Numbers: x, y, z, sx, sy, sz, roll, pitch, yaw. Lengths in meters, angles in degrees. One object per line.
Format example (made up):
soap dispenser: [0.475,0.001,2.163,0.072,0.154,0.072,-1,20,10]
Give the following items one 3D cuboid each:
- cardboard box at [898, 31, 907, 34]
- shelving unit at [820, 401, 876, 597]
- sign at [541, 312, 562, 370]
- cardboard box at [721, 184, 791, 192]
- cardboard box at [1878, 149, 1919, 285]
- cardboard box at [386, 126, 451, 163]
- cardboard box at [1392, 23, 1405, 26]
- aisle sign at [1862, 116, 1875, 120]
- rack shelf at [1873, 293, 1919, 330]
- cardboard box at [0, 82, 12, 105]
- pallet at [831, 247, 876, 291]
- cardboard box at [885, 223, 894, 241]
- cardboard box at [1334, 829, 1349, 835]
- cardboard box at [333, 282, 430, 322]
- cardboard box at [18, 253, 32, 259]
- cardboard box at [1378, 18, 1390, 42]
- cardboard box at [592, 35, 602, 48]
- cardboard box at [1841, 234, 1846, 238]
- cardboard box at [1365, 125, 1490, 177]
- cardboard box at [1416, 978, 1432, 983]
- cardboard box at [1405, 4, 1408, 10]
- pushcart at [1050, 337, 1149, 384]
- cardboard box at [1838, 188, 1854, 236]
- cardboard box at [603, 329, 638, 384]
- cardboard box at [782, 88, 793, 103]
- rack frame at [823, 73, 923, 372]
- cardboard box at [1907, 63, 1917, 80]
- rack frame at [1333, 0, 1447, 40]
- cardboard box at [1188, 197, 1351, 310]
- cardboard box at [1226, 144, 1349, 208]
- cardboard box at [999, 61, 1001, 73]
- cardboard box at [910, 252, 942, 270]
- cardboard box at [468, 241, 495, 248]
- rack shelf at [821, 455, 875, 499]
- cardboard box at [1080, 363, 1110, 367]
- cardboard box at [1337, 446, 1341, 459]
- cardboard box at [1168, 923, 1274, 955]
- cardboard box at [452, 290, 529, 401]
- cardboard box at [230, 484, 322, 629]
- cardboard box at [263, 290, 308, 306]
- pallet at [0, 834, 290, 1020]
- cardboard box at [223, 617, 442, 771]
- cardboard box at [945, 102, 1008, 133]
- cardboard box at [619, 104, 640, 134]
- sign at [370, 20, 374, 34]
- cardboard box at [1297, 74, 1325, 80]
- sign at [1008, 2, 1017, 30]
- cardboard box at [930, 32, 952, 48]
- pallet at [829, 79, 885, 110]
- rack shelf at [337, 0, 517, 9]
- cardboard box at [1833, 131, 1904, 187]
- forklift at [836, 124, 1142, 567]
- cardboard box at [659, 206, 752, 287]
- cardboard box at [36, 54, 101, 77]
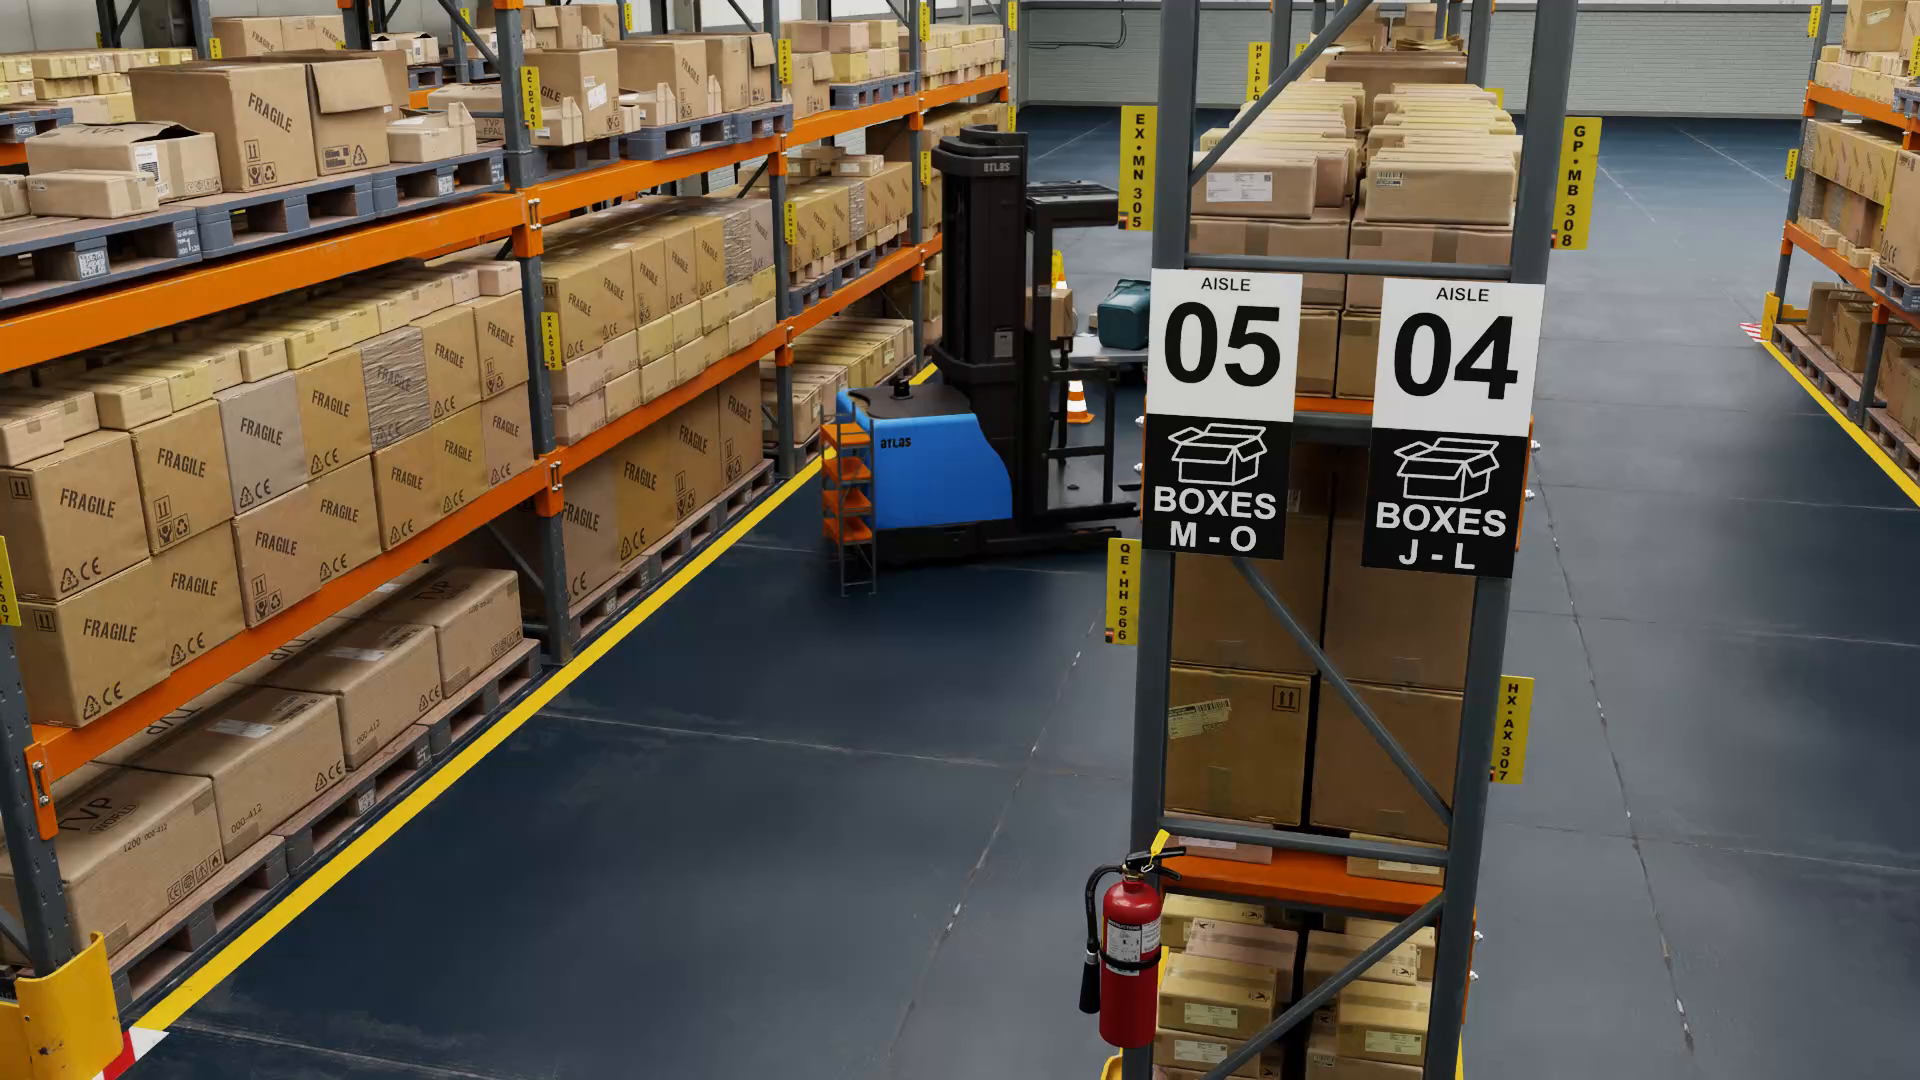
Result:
cardboard box: [-0.779,-5.344,17.706,0.380,0.149,0.250,4,19,12]
shelving unit: [-0.750,-0.277,11.143,0.258,1.200,0.503,-6,20,-16]
sign: [-2.300,-1.118,9.357,0.100,0.325,0.005,5,19,13]
cardboard box: [-1.782,-2.840,14.597,0.500,0.500,0.500,3,19,10]
cardboard box: [8.396,-2.683,13.825,1.000,1.000,1.000,5,19,14]
cardboard box: [-2.749,-1.952,8.206,0.380,0.149,0.250,5,20,15]
cardboard box: [4.454,-4.887,16.181,0.500,0.250,0.500,4,19,13]
aisle sign: [10.009,-4.918,17.925,0.394,0.787,0.004,5,19,13]
rack shelf: [8.237,-1.471,12.968,1.077,0.370,4.000,5,19,13]
cardboard box: [-6.876,-3.113,11.604,0.380,0.149,0.250,5,20,15]
pallet: [-1.417,-2.501,15.165,1.003,0.211,1.213,5,19,13]
cardboard box: [-0.852,-2.953,15.932,0.380,0.149,0.250,4,19,12]
cardboard box: [1.428,0.859,5.420,0.380,0.149,0.250,5,20,15]
cardboard box: [-2.890,-1.187,8.318,0.380,0.149,0.250,4,19,13]
cardboard box: [-6.999,-1.893,12.285,0.700,0.500,0.500,5,19,13]
cardboard box: [4.428,-5.561,18.155,0.500,0.250,0.500,4,19,13]
cardboard box: [-4.629,-6.129,20.434,0.380,0.149,0.250,4,19,12]
cardboard box: [9.009,-2.952,16.577,0.380,0.149,0.250,5,19,13]
cardboard box: [1.546,-1.281,5.499,0.380,0.149,0.250,5,20,15]
cardboard box: [1.655,1.672,6.412,0.380,0.149,0.250,5,19,14]
cardboard box: [4.978,-5.668,17.850,0.380,0.149,0.250,5,19,14]
pushcart: [1.339,-1.816,16.921,1.648,0.377,0.936,-2,19,-6]
cardboard box: [9.239,-3.235,16.403,0.875,0.500,0.500,5,19,13]
cardboard box: [-2.357,-1.161,10.404,0.500,0.250,0.500,5,19,14]
cardboard box: [-1.557,-3.489,13.328,0.396,0.266,0.258,5,19,13]
rack frame: [-0.884,-3.221,16.978,1.000,3.000,0.127,5,19,13]
cardboard box: [8.525,-4.101,14.527,0.380,0.149,0.250,5,20,15]
rack frame: [3.941,-5.701,14.957,1.000,3.000,0.127,5,19,13]
cardboard box: [0.875,-0.850,4.855,0.500,0.250,0.500,4,19,12]
cardboard box: [0.940,-1.073,4.890,0.380,0.149,0.250,5,19,14]
cardboard box: [0.277,-5.642,19.812,0.380,0.149,0.250,5,19,14]
cardboard box: [-0.389,-2.979,17.708,0.380,0.149,0.250,5,19,14]
cardboard box: [-5.656,-3.312,19.302,0.500,0.250,0.500,4,19,13]
rack shelf: [-0.750,-0.425,11.093,0.258,0.148,0.480,-6,20,-16]
cardboard box: [1.396,-2.013,17.671,0.258,0.266,0.396,-9,21,-24]
cardboard box: [1.122,-0.248,6.110,0.500,0.500,0.500,6,20,16]
cardboard box: [0.986,1.558,6.287,0.380,0.149,0.250,4,19,11]
cardboard box: [-2.686,-1.065,8.962,0.500,0.500,0.500,4,19,13]
cardboard box: [-3.182,0.046,7.258,0.500,0.500,0.500,5,19,13]
cardboard box: [-3.449,-1.144,8.191,0.380,0.149,0.250,4,19,12]
pallet: [-3.696,1.603,7.169,1.003,0.211,1.213,5,19,13]
cardboard box: [-3.314,0.769,8.610,0.875,0.438,0.875,4,19,12]
cardboard box: [0.180,-4.959,19.904,0.700,0.500,0.500,4,19,12]
cardboard box: [-2.190,-2.591,10.202,0.380,0.166,0.250,3,19,10]
sign: [-6.237,-5.357,17.668,0.100,0.325,0.005,5,19,13]
cardboard box: [2.451,-2.760,10.832,0.500,0.500,0.500,5,19,13]
sign: [0.627,-6.263,19.874,0.100,0.325,0.005,5,19,13]
cardboard box: [-0.292,-5.218,17.339,0.380,0.149,0.250,5,19,13]
pallet: [-1.388,-4.042,15.029,1.213,0.211,1.003,5,19,13]
rack shelf: [-3.327,-2.396,7.013,1.077,0.370,4.000,5,19,13]
cardboard box: [8.938,-3.733,16.313,0.500,0.500,0.500,5,19,13]
forklift: [0.663,-1.447,11.891,3.031,2.935,1.130,-5,20,-15]
cardboard box: [-1.851,-2.144,12.122,0.500,0.500,0.500,5,19,14]
cardboard box: [-6.730,-3.578,12.536,0.380,0.149,0.250,4,19,12]
